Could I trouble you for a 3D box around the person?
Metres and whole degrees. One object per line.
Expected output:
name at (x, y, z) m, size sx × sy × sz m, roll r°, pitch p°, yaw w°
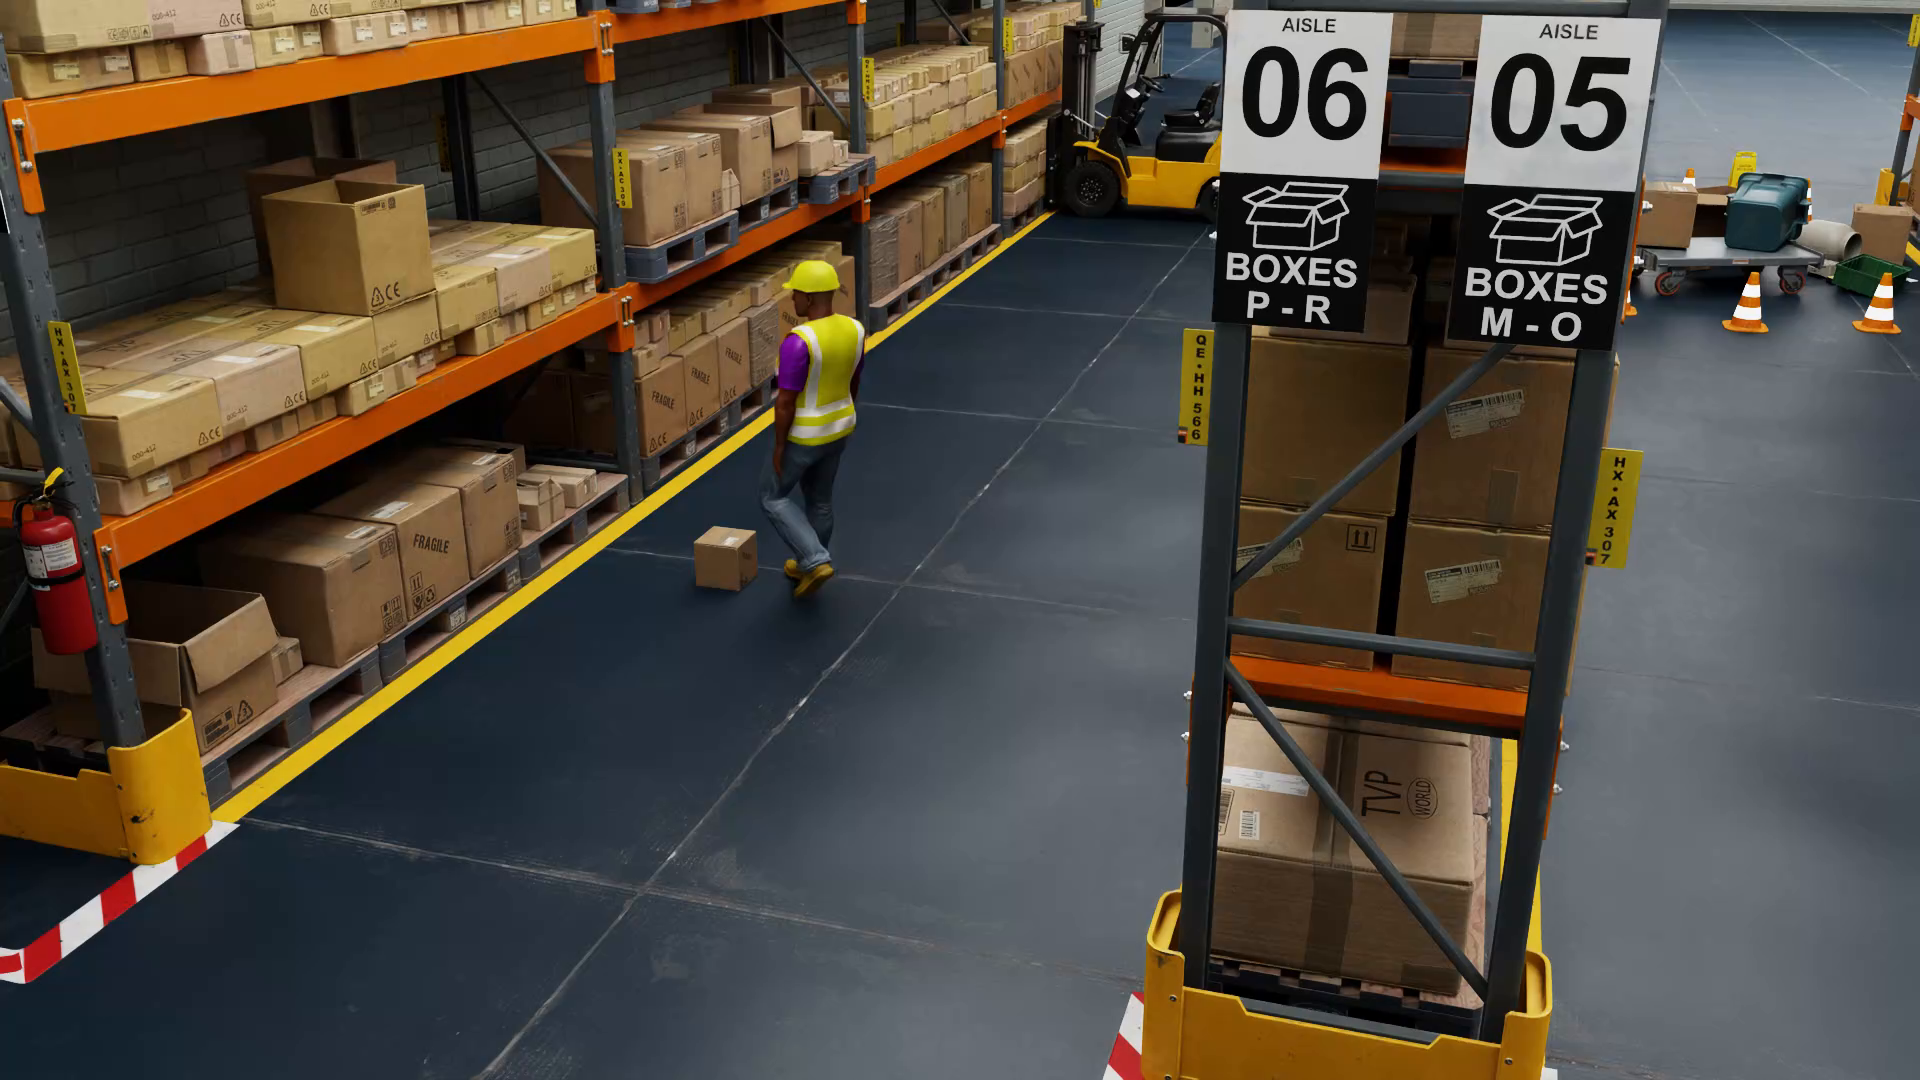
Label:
person at (-0.781, -0.562, 8.453) m, size 0.571 × 1.762 × 0.619 m, roll 18°, pitch 28°, yaw 38°
